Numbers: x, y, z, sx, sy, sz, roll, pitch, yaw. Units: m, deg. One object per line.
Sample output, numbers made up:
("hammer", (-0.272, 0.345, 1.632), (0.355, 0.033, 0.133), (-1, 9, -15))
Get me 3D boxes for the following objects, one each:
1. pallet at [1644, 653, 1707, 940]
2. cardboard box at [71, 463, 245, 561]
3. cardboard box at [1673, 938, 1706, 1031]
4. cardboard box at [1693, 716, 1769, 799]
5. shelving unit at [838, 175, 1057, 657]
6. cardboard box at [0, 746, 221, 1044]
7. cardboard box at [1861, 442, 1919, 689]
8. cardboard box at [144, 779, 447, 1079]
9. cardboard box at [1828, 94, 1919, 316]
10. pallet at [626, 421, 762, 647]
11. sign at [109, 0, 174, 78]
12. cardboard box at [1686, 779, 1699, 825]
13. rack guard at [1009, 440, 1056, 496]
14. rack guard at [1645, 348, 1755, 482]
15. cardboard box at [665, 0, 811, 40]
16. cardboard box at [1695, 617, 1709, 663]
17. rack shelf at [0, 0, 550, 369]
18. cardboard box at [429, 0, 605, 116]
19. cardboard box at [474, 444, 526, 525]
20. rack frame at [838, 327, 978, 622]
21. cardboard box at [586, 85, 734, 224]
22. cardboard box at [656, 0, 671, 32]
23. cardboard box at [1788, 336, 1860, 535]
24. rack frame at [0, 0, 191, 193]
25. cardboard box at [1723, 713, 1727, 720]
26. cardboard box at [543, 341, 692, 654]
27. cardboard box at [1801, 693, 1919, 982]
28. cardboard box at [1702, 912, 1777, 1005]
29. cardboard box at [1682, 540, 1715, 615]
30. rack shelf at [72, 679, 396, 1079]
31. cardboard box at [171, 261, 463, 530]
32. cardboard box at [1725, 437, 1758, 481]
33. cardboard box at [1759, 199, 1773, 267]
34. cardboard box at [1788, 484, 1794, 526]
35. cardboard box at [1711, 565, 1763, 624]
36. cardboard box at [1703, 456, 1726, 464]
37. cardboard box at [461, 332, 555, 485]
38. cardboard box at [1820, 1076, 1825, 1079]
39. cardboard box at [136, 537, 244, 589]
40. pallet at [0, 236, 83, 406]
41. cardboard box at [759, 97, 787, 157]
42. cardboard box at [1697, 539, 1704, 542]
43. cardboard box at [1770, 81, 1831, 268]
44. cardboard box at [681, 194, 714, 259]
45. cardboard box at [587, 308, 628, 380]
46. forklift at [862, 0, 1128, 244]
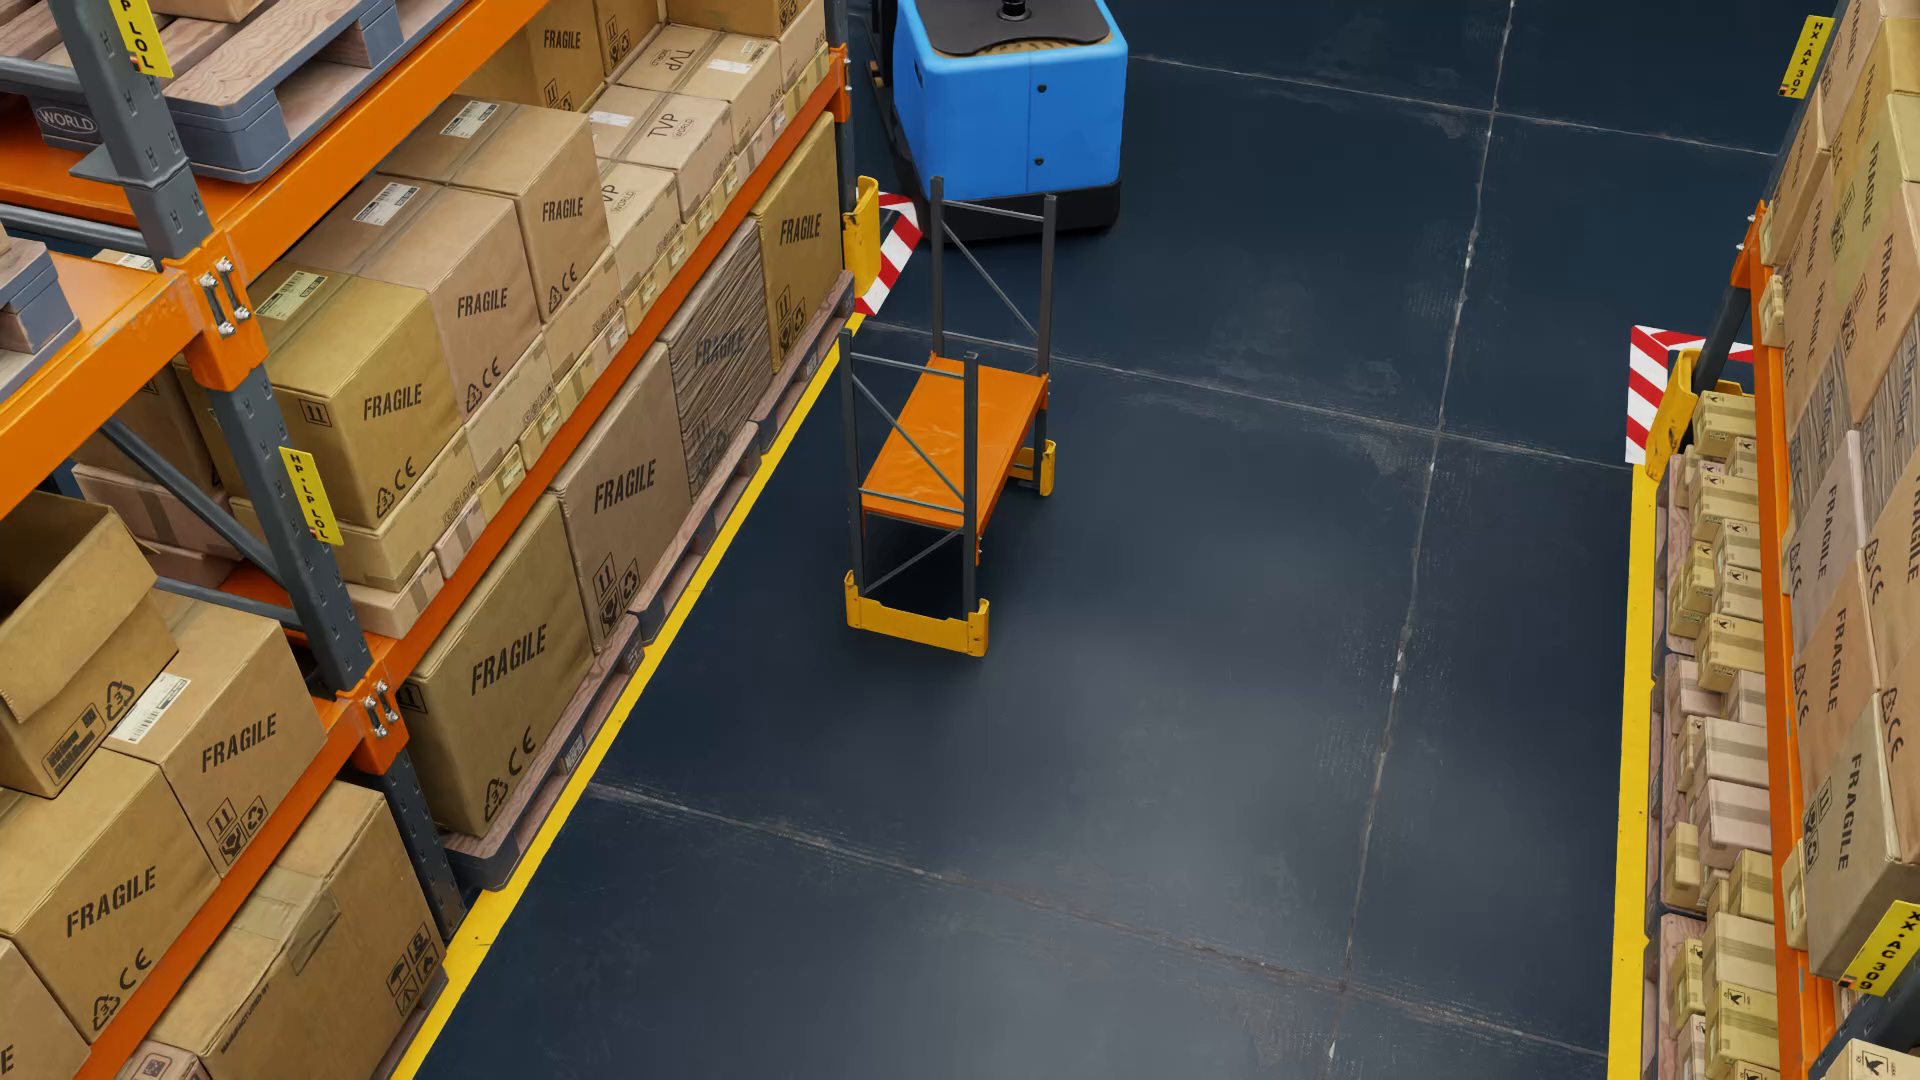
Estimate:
("pallet", (3.017, 1.009, 5.967), (1.003, 0.211, 1.213), (13, 46, 13))
("cardboard box", (-2.333, -0.237, 5.141), (0.500, 0.250, 0.500), (12, 46, 12))
("cardboard box", (2.407, 1.403, 5.096), (0.380, 0.149, 0.250), (11, 45, 11))
("cardboard box", (2.664, 0.762, 5.538), (0.380, 0.149, 0.250), (11, 45, 11))
("shelving unit", (-0.023, -0.485, 6.573), (0.587, 1.500, 1.083), (13, 46, 13))
("cardboard box", (-2.254, 0.827, 4.087), (0.500, 0.500, 0.500), (14, 46, 14))
("cardboard box", (2.516, 0.067, 3.936), (0.500, 0.500, 0.500), (11, 45, 11))
("cardboard box", (-2.391, 1.205, 4.991), (1.225, 0.875, 0.875), (13, 46, 13))
("cardboard box", (2.977, -0.960, 4.986), (0.500, 0.500, 0.500), (12, 46, 12))
("pallet", (-1.544, -0.144, 7.145), (1.003, 0.211, 1.213), (13, 46, 12))
("sign", (-1.697, -1.096, 3.385), (0.100, 0.325, 0.005), (13, 46, 13))
("cardboard box", (2.730, 0.969, 5.752), (0.380, 0.149, 0.250), (13, 46, 13))
("rack guard", (0.128, -0.370, 7.349), (0.587, 0.250, 0.087), (13, 46, 13))
("rack guard", (3.668, -0.439, 7.240), (1.175, 0.500, 0.348), (13, 46, 13))
("cardboard box", (-0.902, -2.441, 6.857), (0.500, 0.500, 0.500), (13, 46, 13))
("cardboard box", (2.989, 0.463, 6.269), (0.380, 0.149, 0.250), (13, 46, 13))
("rack shelf", (-1.611, -1.983, 5.400), (1.077, 0.370, 4.000), (13, 46, 13))
("cardboard box", (-1.711, -1.879, 6.283), (0.500, 0.500, 0.500), (11, 46, 11))
("cardboard box", (-1.651, -0.223, 5.411), (0.380, 0.149, 0.250), (14, 46, 14))
("rack frame", (-0.180, -0.140, 6.220), (0.500, 1.500, 0.032), (13, 46, 13))
("cardboard box", (-1.207, -1.497, 6.429), (0.500, 0.250, 0.500), (11, 45, 11))
("cardboard box", (-1.408, -2.291, 7.240), (0.500, 0.250, 0.500), (11, 46, 11))
("cardboard box", (2.845, -0.257, 4.983), (0.500, 0.500, 0.500), (11, 46, 11))
("rack frame", (-2.217, -1.979, 2.737), (1.000, 3.000, 0.127), (13, 46, 13))
("cardboard box", (2.856, 0.739, 5.774), (0.380, 0.149, 0.250), (15, 46, 14))
("cardboard box", (-1.668, -0.248, 6.477), (0.875, 0.875, 0.875), (13, 46, 13))
("cardboard box", (2.357, 0.759, 3.945), (0.500, 0.500, 0.500), (13, 46, 13))
("cardboard box", (2.448, 1.301, 4.988), (0.380, 0.149, 0.250), (12, 46, 12))
("cardboard box", (2.980, 0.175, 6.351), (0.380, 0.149, 0.250), (14, 46, 14))
("rack shelf", (-2.822, 1.756, 3.725), (1.077, 0.370, 4.000), (13, 46, 13))
("cardboard box", (-1.828, -0.421, 4.792), (0.500, 0.500, 0.500), (13, 46, 13))
("cardboard box", (3.240, -0.240, 6.563), (0.380, 0.149, 0.250), (13, 46, 13))
("cardboard box", (3.281, -1.147, 6.356), (0.380, 0.149, 0.250), (12, 46, 12))
("cardboard box", (2.857, -0.096, 5.282), (0.380, 0.149, 0.250), (14, 46, 14))
("cardboard box", (2.952, 0.266, 6.045), (0.380, 0.149, 0.250), (14, 46, 14))
("cardboard box", (3.288, -0.326, 6.863), (0.380, 0.149, 0.250), (14, 46, 14))
("cardboard box", (-1.669, -0.476, 5.385), (0.500, 0.250, 0.500), (12, 46, 12))
("cardboard box", (1.922, 1.282, 3.361), (0.380, 0.149, 0.250), (13, 46, 13))
("cardboard box", (-2.437, -0.018, 5.202), (0.380, 0.149, 0.250), (13, 46, 13))
("pallet", (-2.447, -0.217, 3.218), (0.805, 0.209, 1.217), (11, 45, 11))
("cardboard box", (-0.954, -1.763, 6.985), (0.380, 0.149, 0.250), (13, 46, 13))
("cardboard box", (3.226, -0.041, 6.784), (0.380, 0.149, 0.250), (12, 46, 12))
("cardboard box", (3.292, -1.284, 6.033), (0.500, 0.500, 0.500), (15, 46, 14))
("cardboard box", (-1.185, -1.250, 6.461), (0.380, 0.149, 0.250), (13, 46, 13))
("cardboard box", (-1.418, -0.736, 5.936), (0.380, 0.149, 0.250), (13, 46, 13))
("forklift", (0.046, -3.628, 8.761), (1.130, 2.935, 3.031), (-8, 45, -8))
